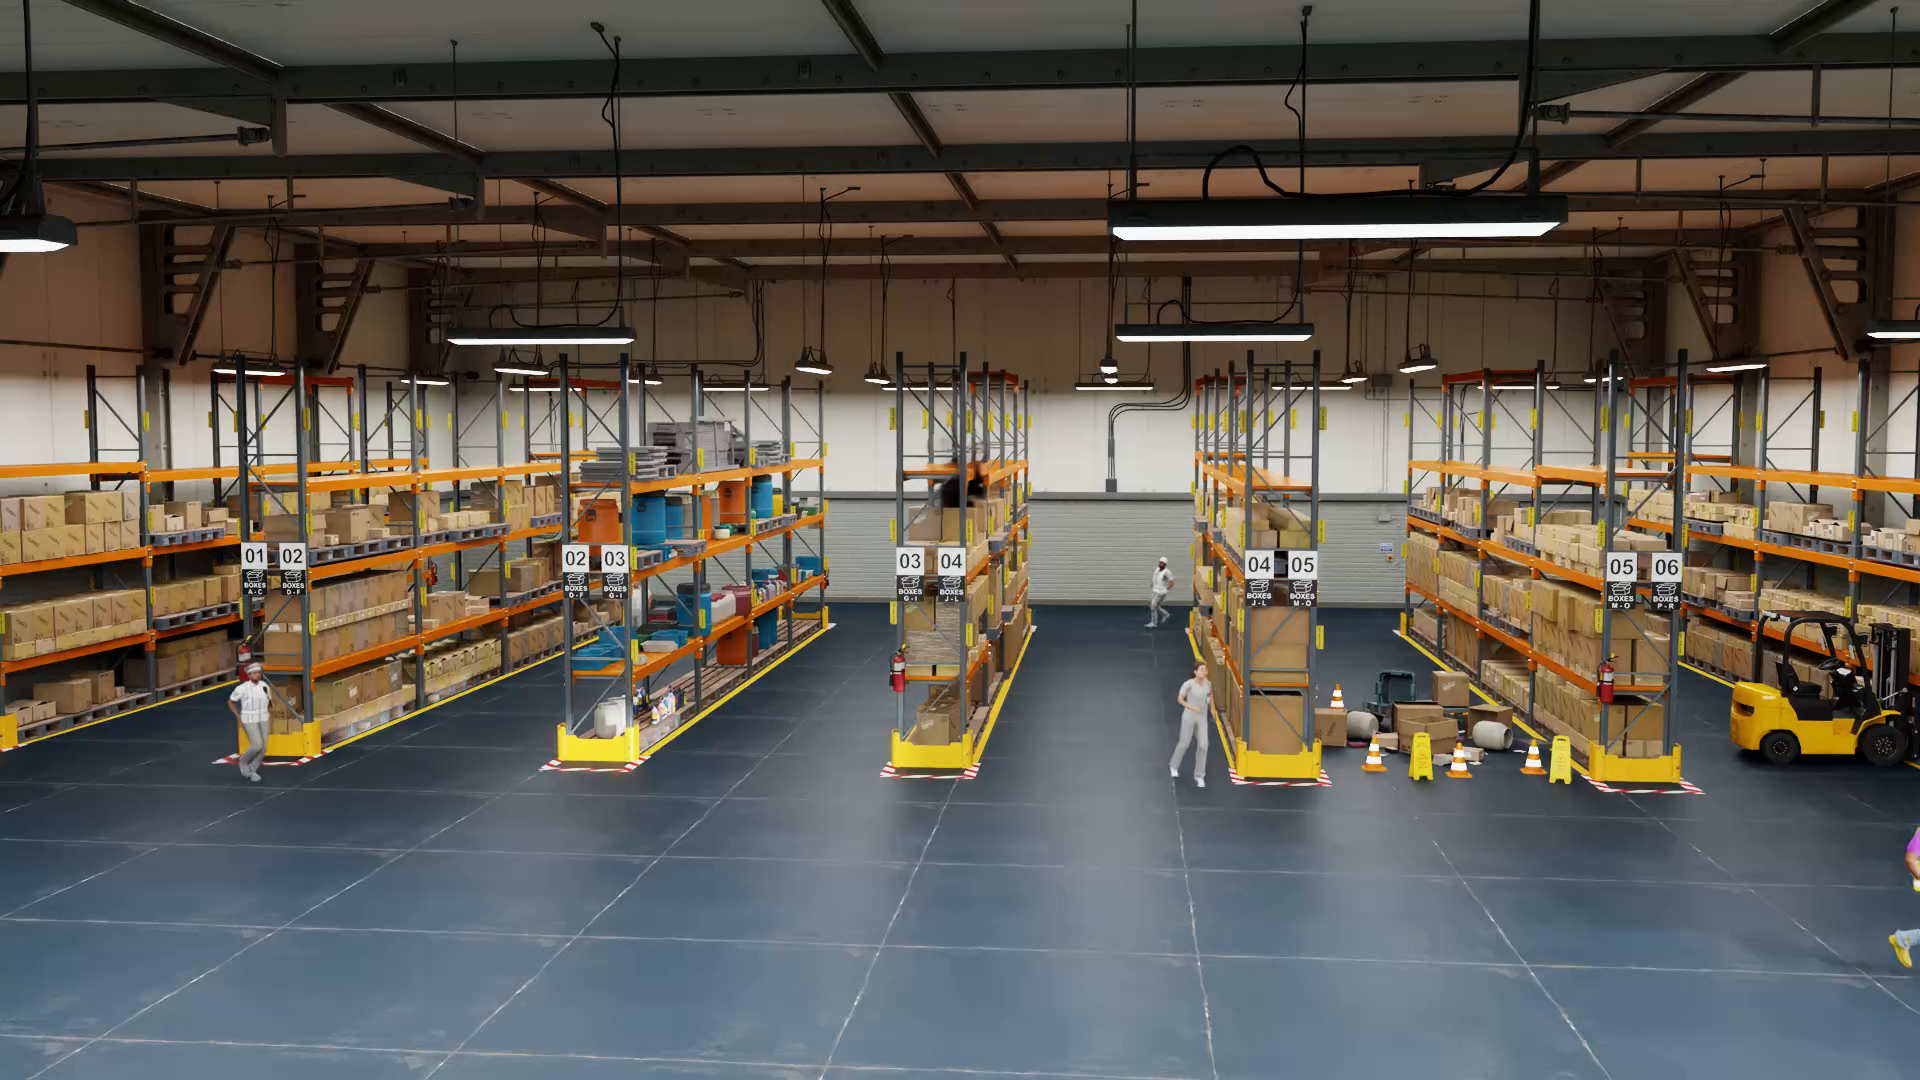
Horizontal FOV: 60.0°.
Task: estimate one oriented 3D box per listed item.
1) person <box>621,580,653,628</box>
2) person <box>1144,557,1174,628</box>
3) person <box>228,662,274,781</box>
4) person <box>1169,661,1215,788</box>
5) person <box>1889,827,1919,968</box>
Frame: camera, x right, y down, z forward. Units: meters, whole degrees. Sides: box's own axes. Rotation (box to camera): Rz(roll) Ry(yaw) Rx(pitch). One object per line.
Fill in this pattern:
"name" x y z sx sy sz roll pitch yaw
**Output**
"person" -6.887 1.618 35.353 0.640 1.840 0.726 0 4 -3
"person" 4.899 1.270 40.357 0.714 1.727 0.741 -2 5 -26
"person" -9.781 2.529 23.127 0.560 1.664 0.565 3 5 36
"person" 3.290 2.535 23.110 0.612 1.729 0.773 -1 4 -18
"person" 8.671 3.100 14.832 0.603 1.726 0.722 4 6 45
